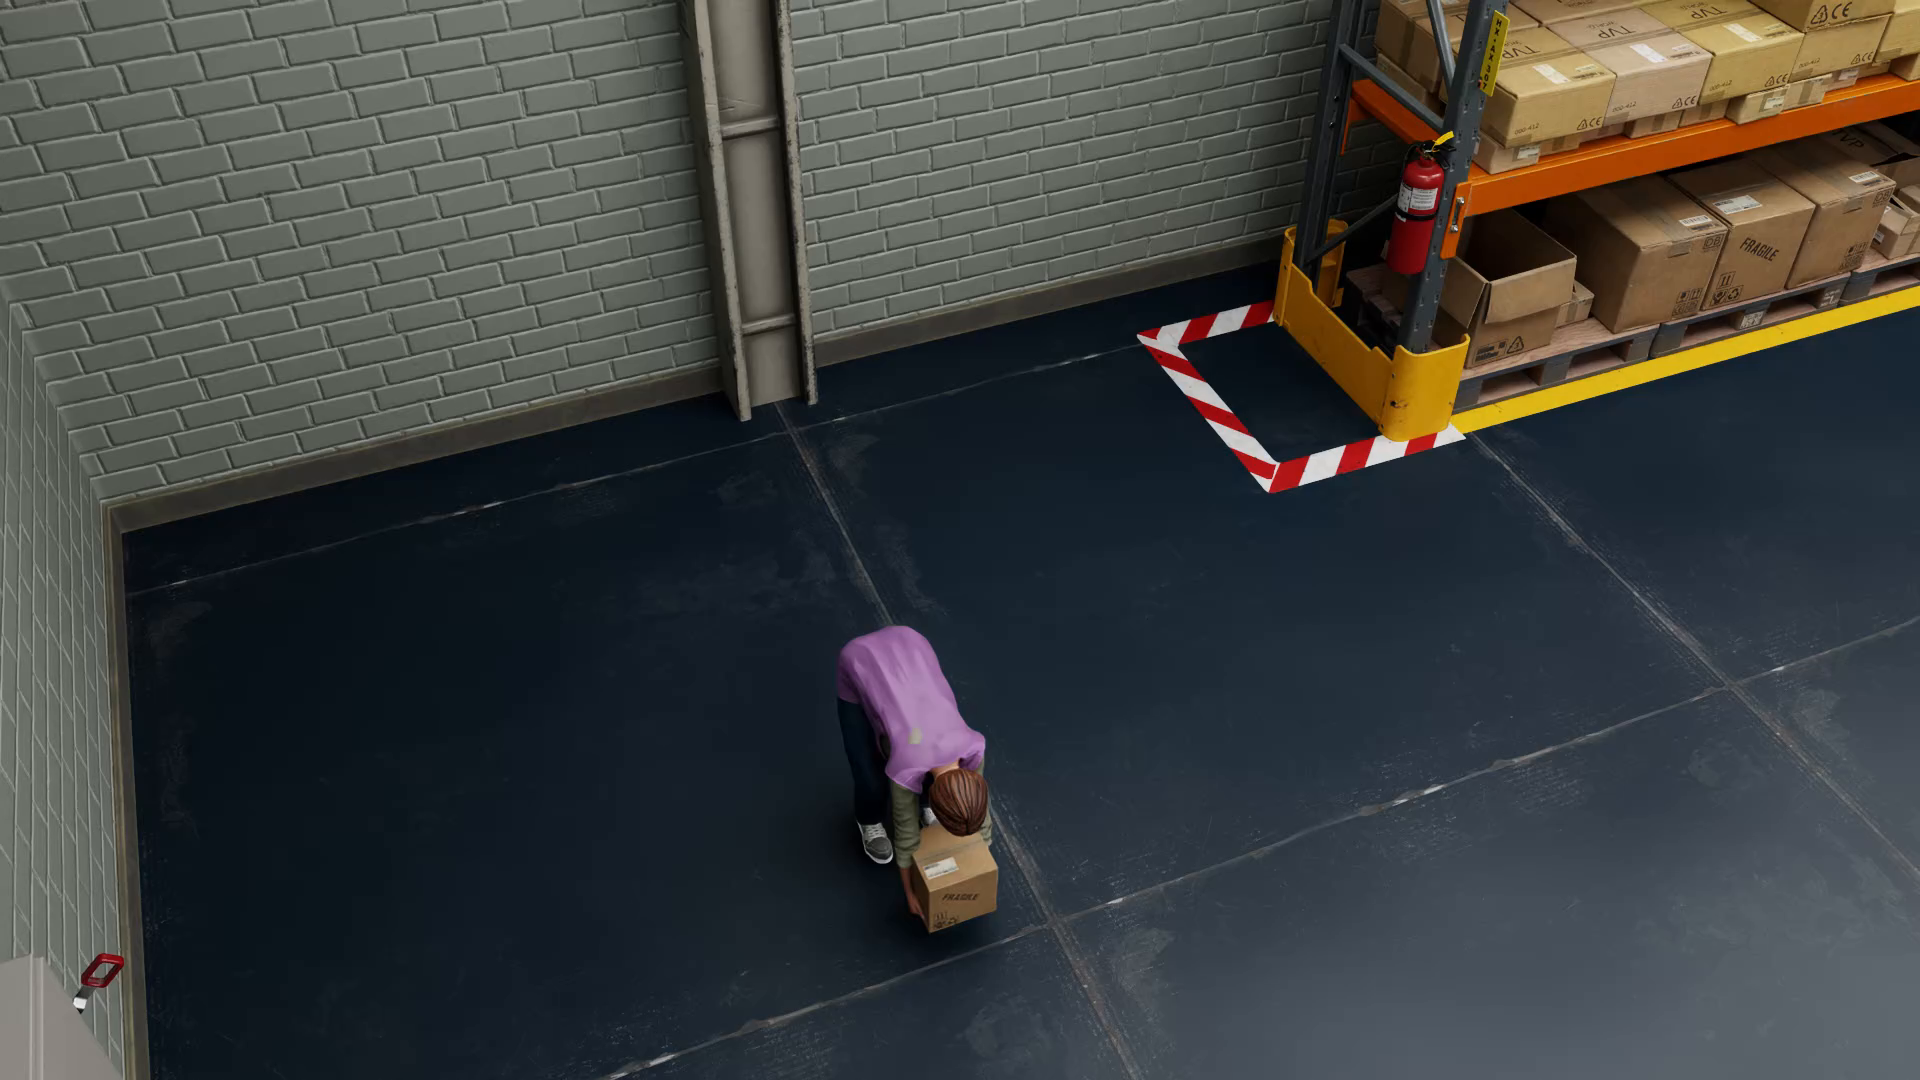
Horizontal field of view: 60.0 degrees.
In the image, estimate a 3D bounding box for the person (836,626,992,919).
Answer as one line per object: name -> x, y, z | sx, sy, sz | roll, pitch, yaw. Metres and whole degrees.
person -> -0.142, 0.831, 5.738 | 0.411, 0.948, 0.866 | -17, 45, -18
